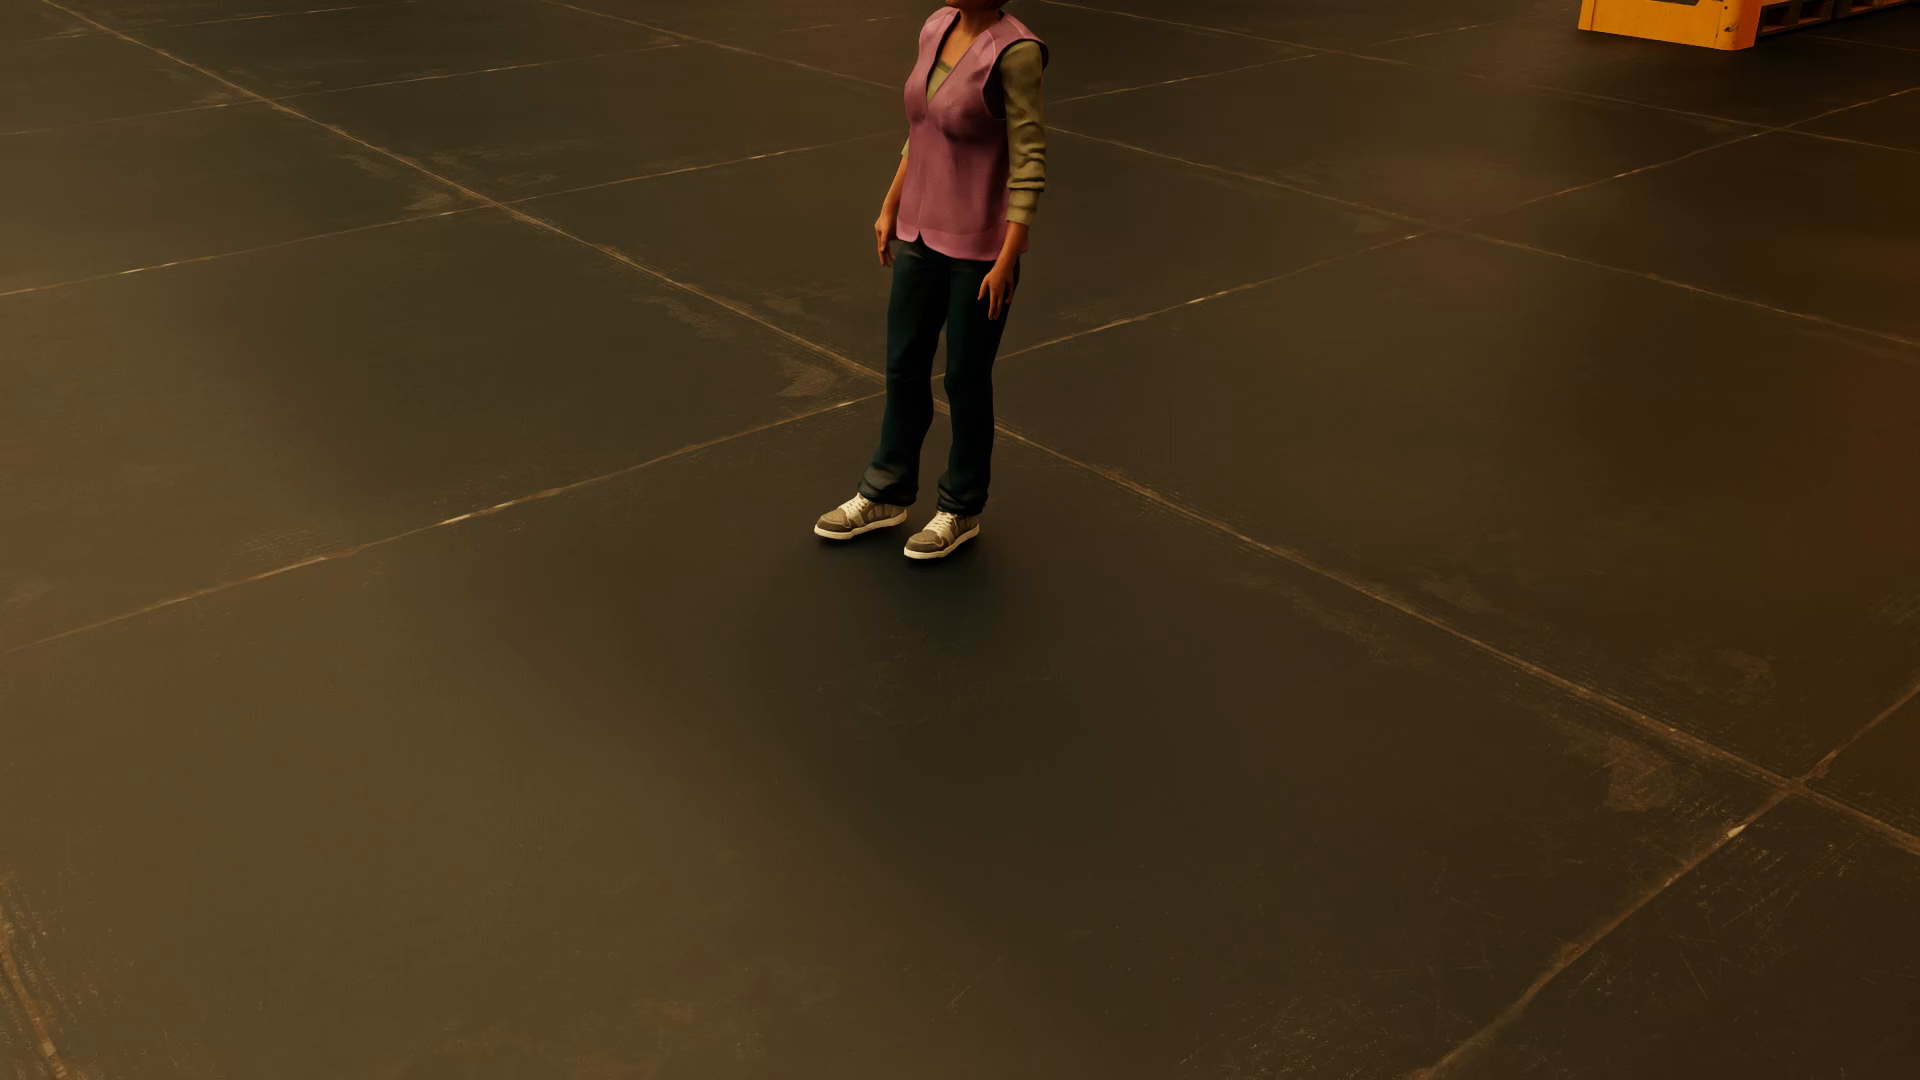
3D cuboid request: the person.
[{"bbox_3d":[-0.065,-0.706,4.110,0.476,1.597,0.520,-20,33,-35],"label":"person"}]
